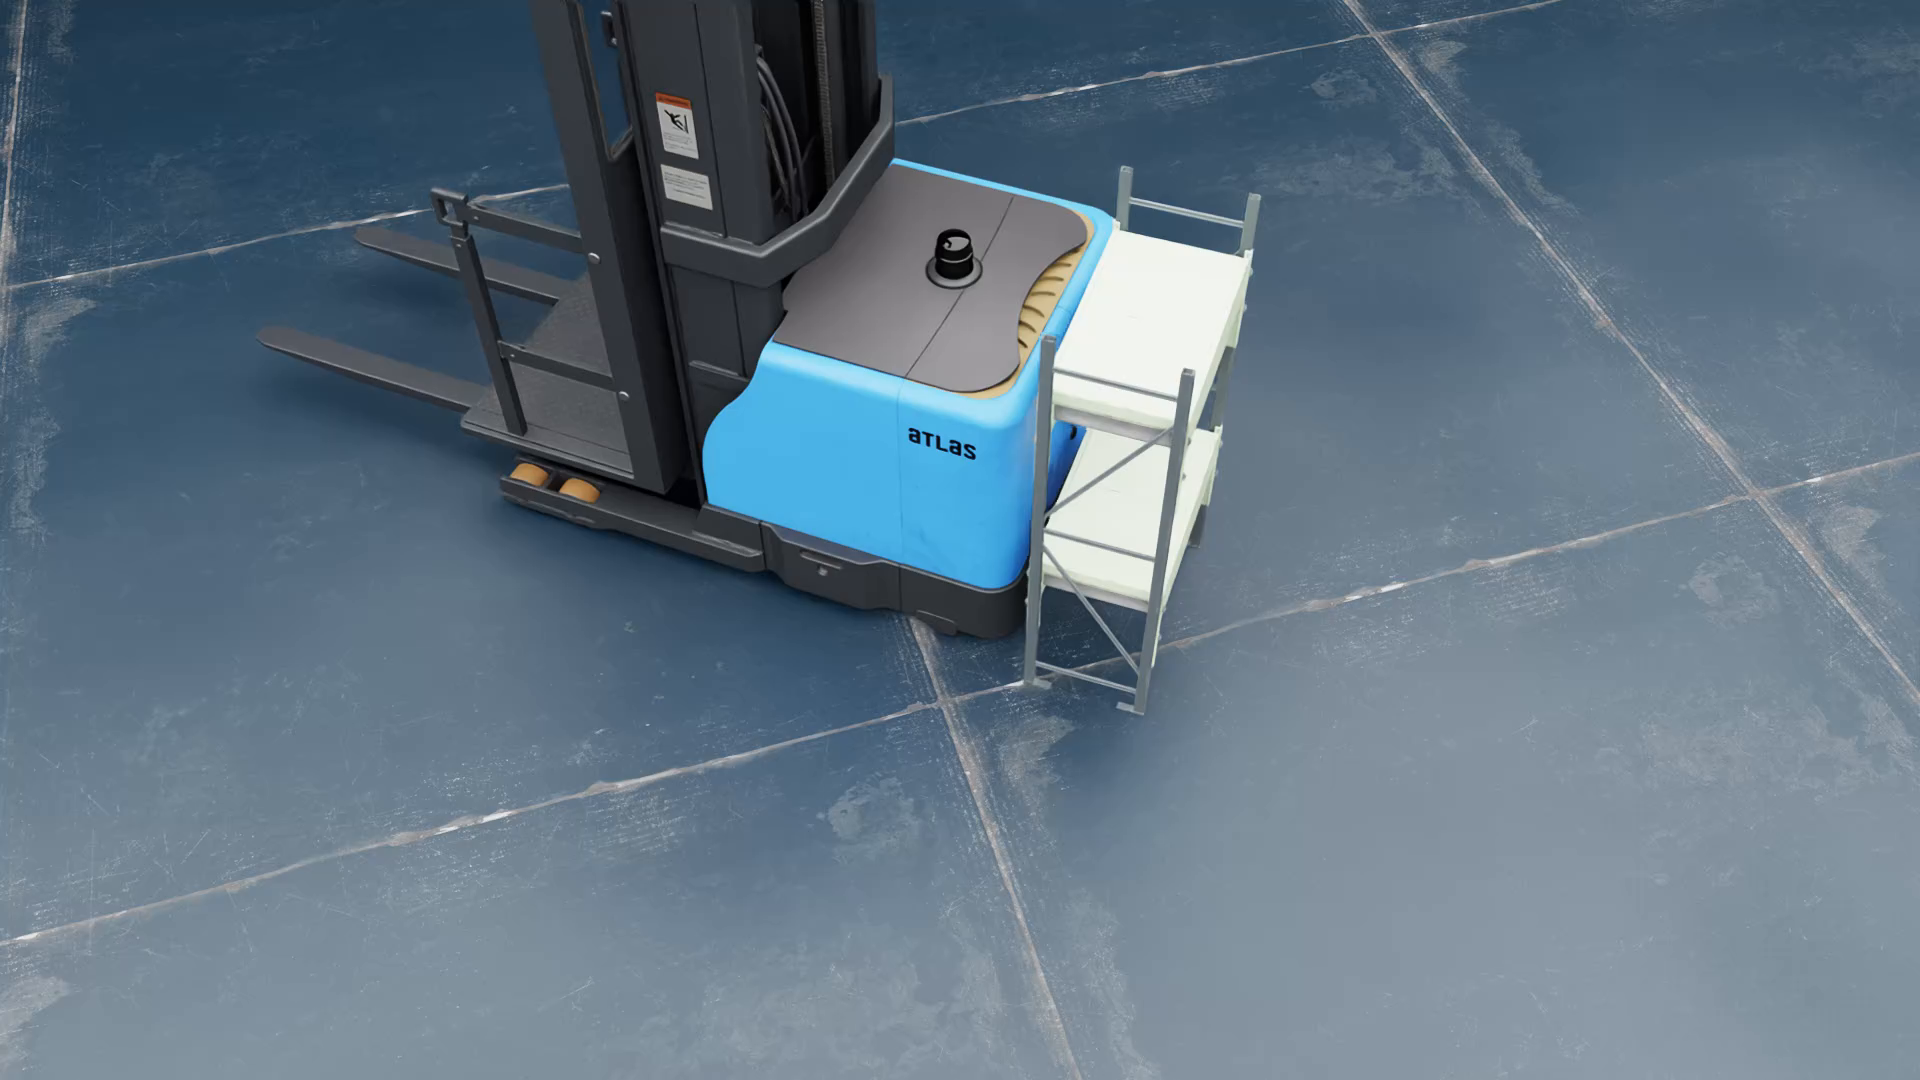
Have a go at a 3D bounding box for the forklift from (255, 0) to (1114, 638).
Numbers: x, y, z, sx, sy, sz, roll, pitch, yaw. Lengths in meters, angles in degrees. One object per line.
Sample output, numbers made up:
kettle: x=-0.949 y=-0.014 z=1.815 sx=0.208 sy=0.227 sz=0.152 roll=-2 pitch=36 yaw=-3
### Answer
forklift: x=-1.055 y=-1.355 z=4.975 sx=3.031 sy=2.935 sz=1.130 roll=17 pitch=52 yaw=14

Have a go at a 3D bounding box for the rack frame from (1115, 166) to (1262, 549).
rack frame: x=0.641 y=-0.511 z=5.200 sx=0.400 sy=1.500 sz=0.023 roll=15 pitch=52 yaw=12

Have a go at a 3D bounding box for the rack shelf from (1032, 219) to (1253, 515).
rack shelf: x=0.519 y=-0.498 z=4.679 sx=0.431 sy=0.370 sz=0.720 roll=15 pitch=52 yaw=12

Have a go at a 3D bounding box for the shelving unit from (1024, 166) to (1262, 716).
shelving unit: x=0.519 y=-0.247 z=4.977 sx=0.431 sy=1.500 sz=0.755 roll=15 pitch=52 yaw=12

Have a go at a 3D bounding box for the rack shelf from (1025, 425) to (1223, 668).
rack shelf: x=0.519 y=-0.037 z=5.226 sx=0.431 sy=0.370 sz=0.720 roll=15 pitch=52 yaw=12

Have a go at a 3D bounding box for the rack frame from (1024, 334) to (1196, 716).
rack frame: x=0.397 y=0.017 z=4.755 sx=0.400 sy=1.500 sz=0.023 roll=15 pitch=52 yaw=12
